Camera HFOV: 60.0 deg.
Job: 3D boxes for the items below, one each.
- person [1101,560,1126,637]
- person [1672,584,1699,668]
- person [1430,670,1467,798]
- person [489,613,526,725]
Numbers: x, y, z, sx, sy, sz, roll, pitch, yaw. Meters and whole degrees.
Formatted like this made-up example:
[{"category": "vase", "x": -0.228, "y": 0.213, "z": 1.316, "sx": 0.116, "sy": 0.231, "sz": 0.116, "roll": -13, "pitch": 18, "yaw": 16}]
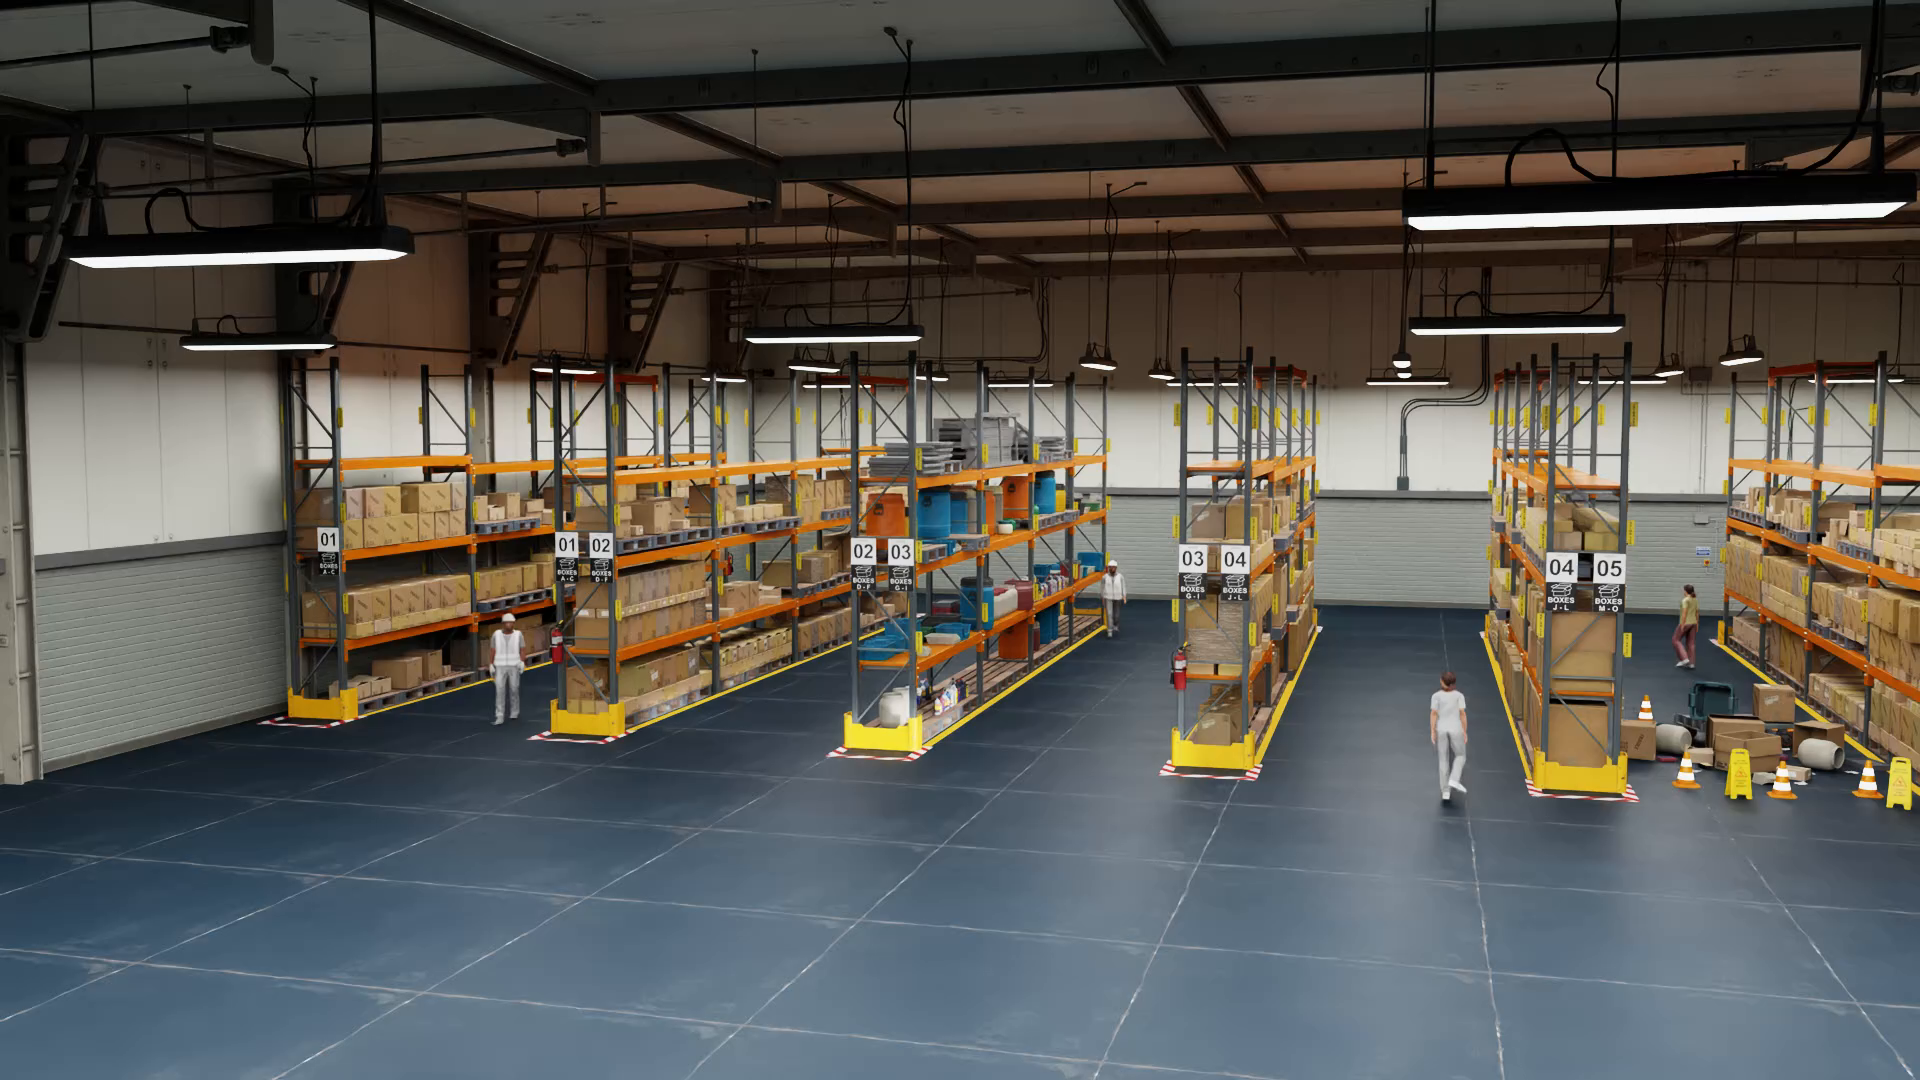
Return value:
[{"category": "person", "x": 3.514, "y": 1.332, "z": 38.060, "sx": 0.557, "sy": 1.729, "sz": 1.046, "roll": 0, "pitch": 4, "yaw": 0}, {"category": "person", "x": 14.585, "y": 1.722, "z": 33.339, "sx": 0.481, "sy": 1.673, "sz": 0.407, "roll": -2, "pitch": 5, "yaw": -24}, {"category": "person", "x": 6.439, "y": 2.558, "z": 21.901, "sx": 0.490, "sy": 1.660, "sz": 0.471, "roll": 2, "pitch": 5, "yaw": 23}, {"category": "person", "x": -7.457, "y": 2.118, "z": 27.403, "sx": 0.591, "sy": 1.783, "sz": 0.777, "roll": -1, "pitch": 4, "yaw": -16}]
